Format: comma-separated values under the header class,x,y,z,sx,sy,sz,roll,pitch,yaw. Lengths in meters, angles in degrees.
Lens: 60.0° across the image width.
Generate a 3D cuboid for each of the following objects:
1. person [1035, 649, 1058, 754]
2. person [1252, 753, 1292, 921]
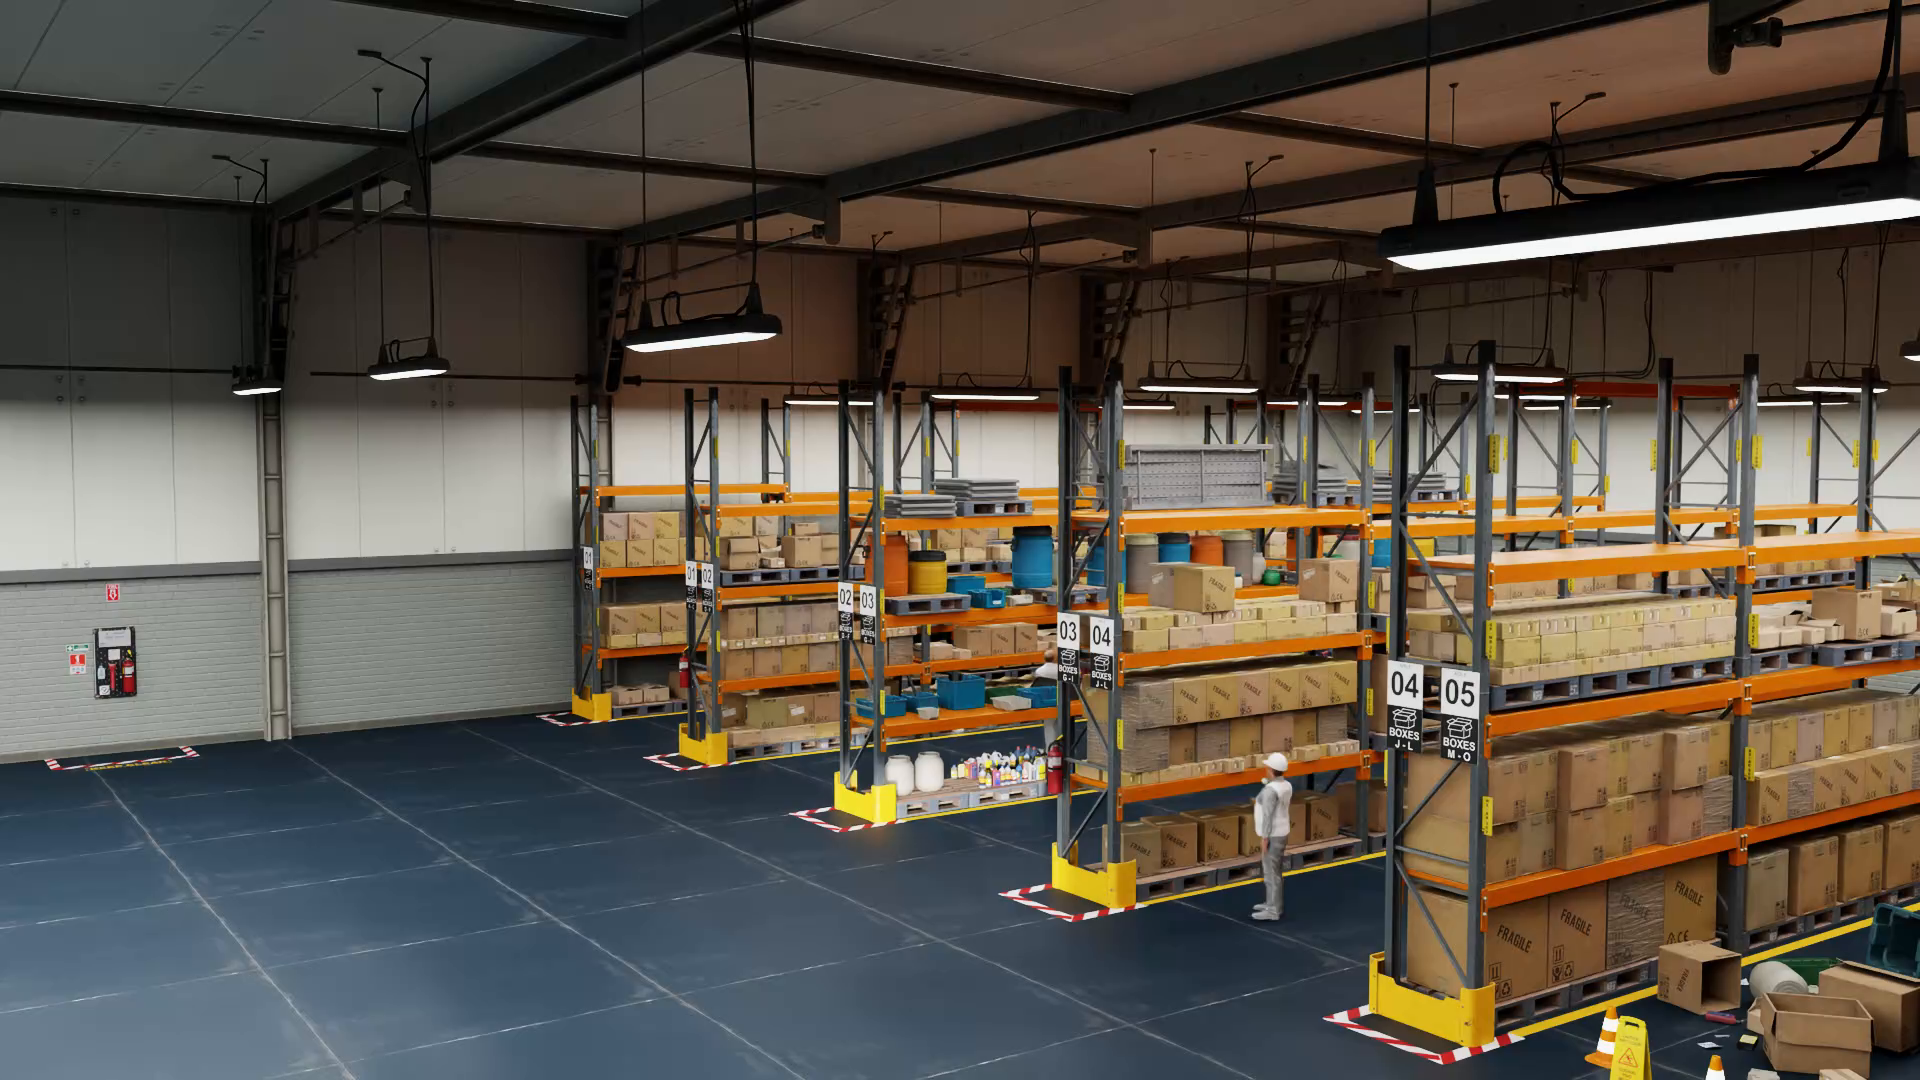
class,x,y,z,sx,sy,sz,roll,pitch,yaw
person,1.509,2.655,26.934,0.750,1.806,0.488,-3,4,-38
person,3.370,3.187,17.985,0.411,1.781,0.579,1,4,16
